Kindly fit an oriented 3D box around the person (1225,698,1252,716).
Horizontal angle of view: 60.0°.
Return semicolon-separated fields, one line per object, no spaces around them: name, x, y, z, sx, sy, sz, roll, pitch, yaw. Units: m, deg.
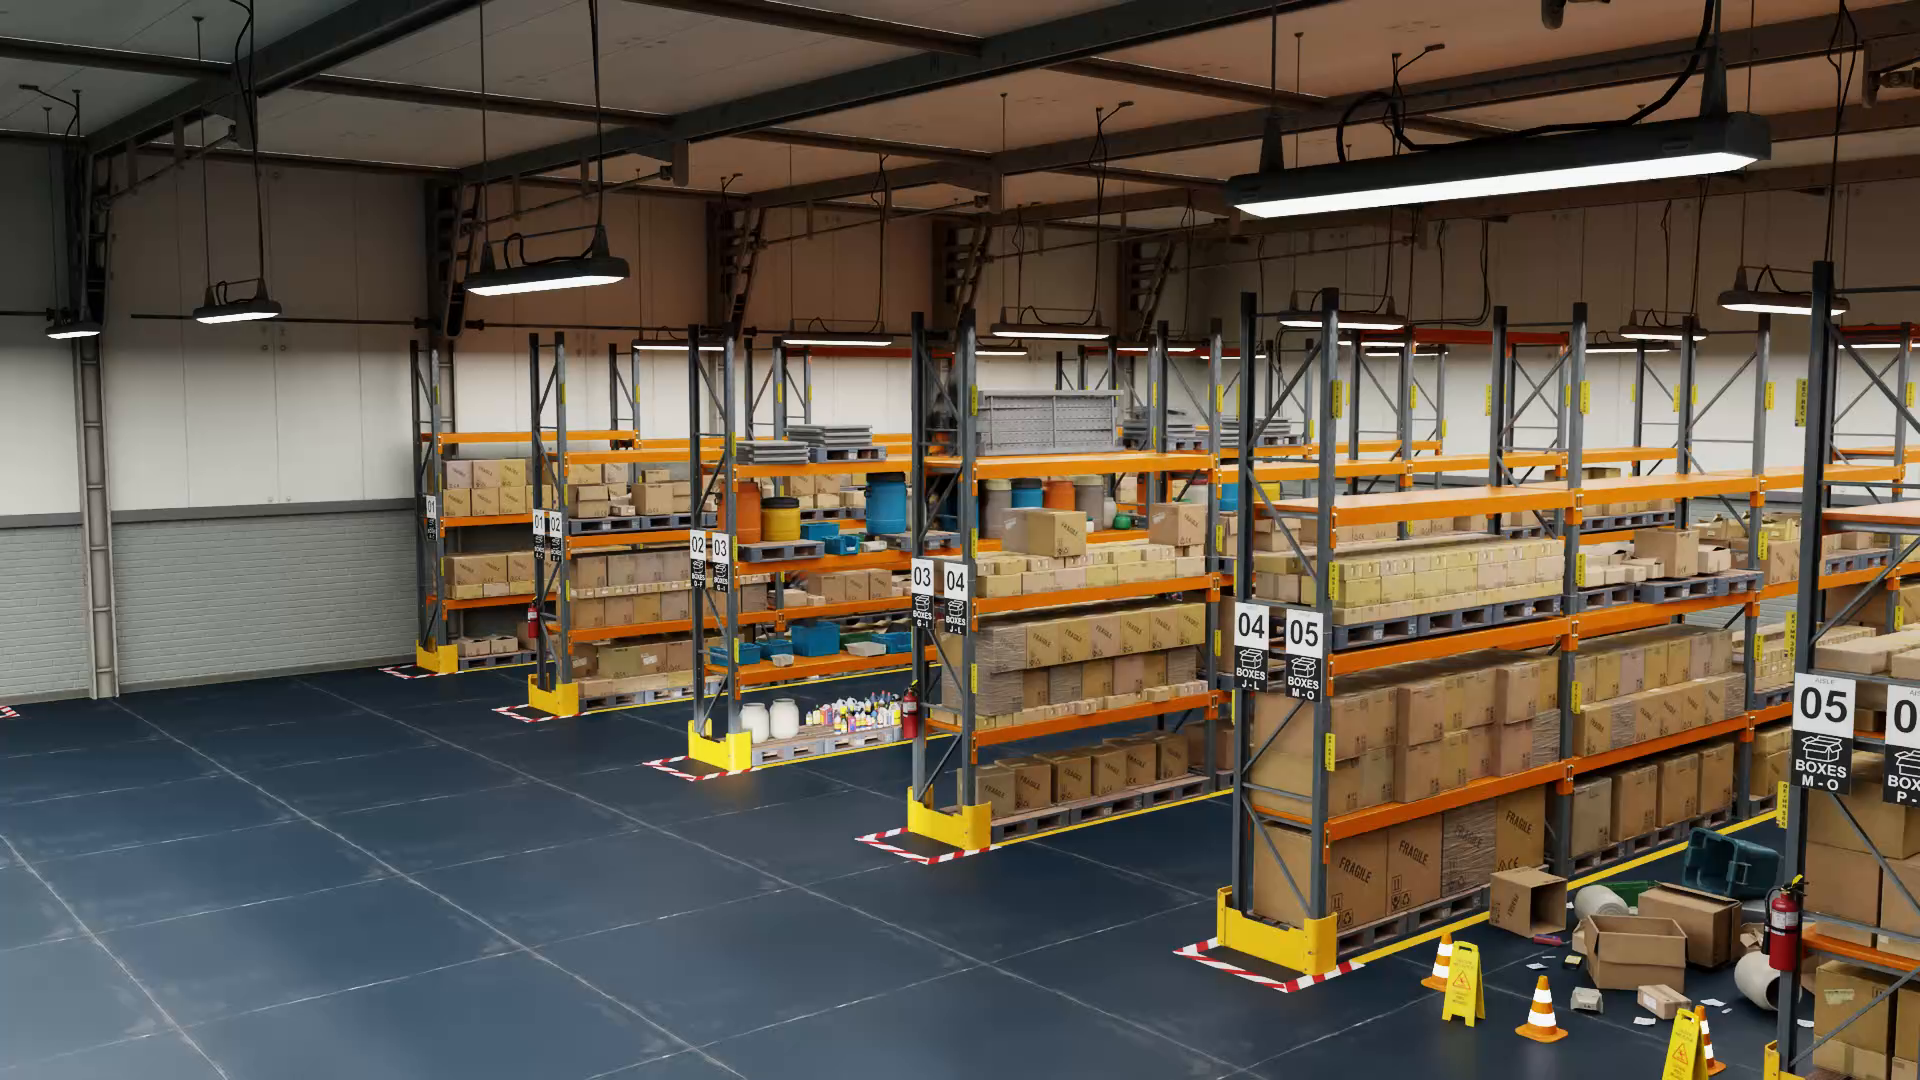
person;4.114;1.829;24.789;0.580;1.763;0.695;5;7;40

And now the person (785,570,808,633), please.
person;-3.119;1.366;31.928;0.670;1.711;0.751;5;7;44
